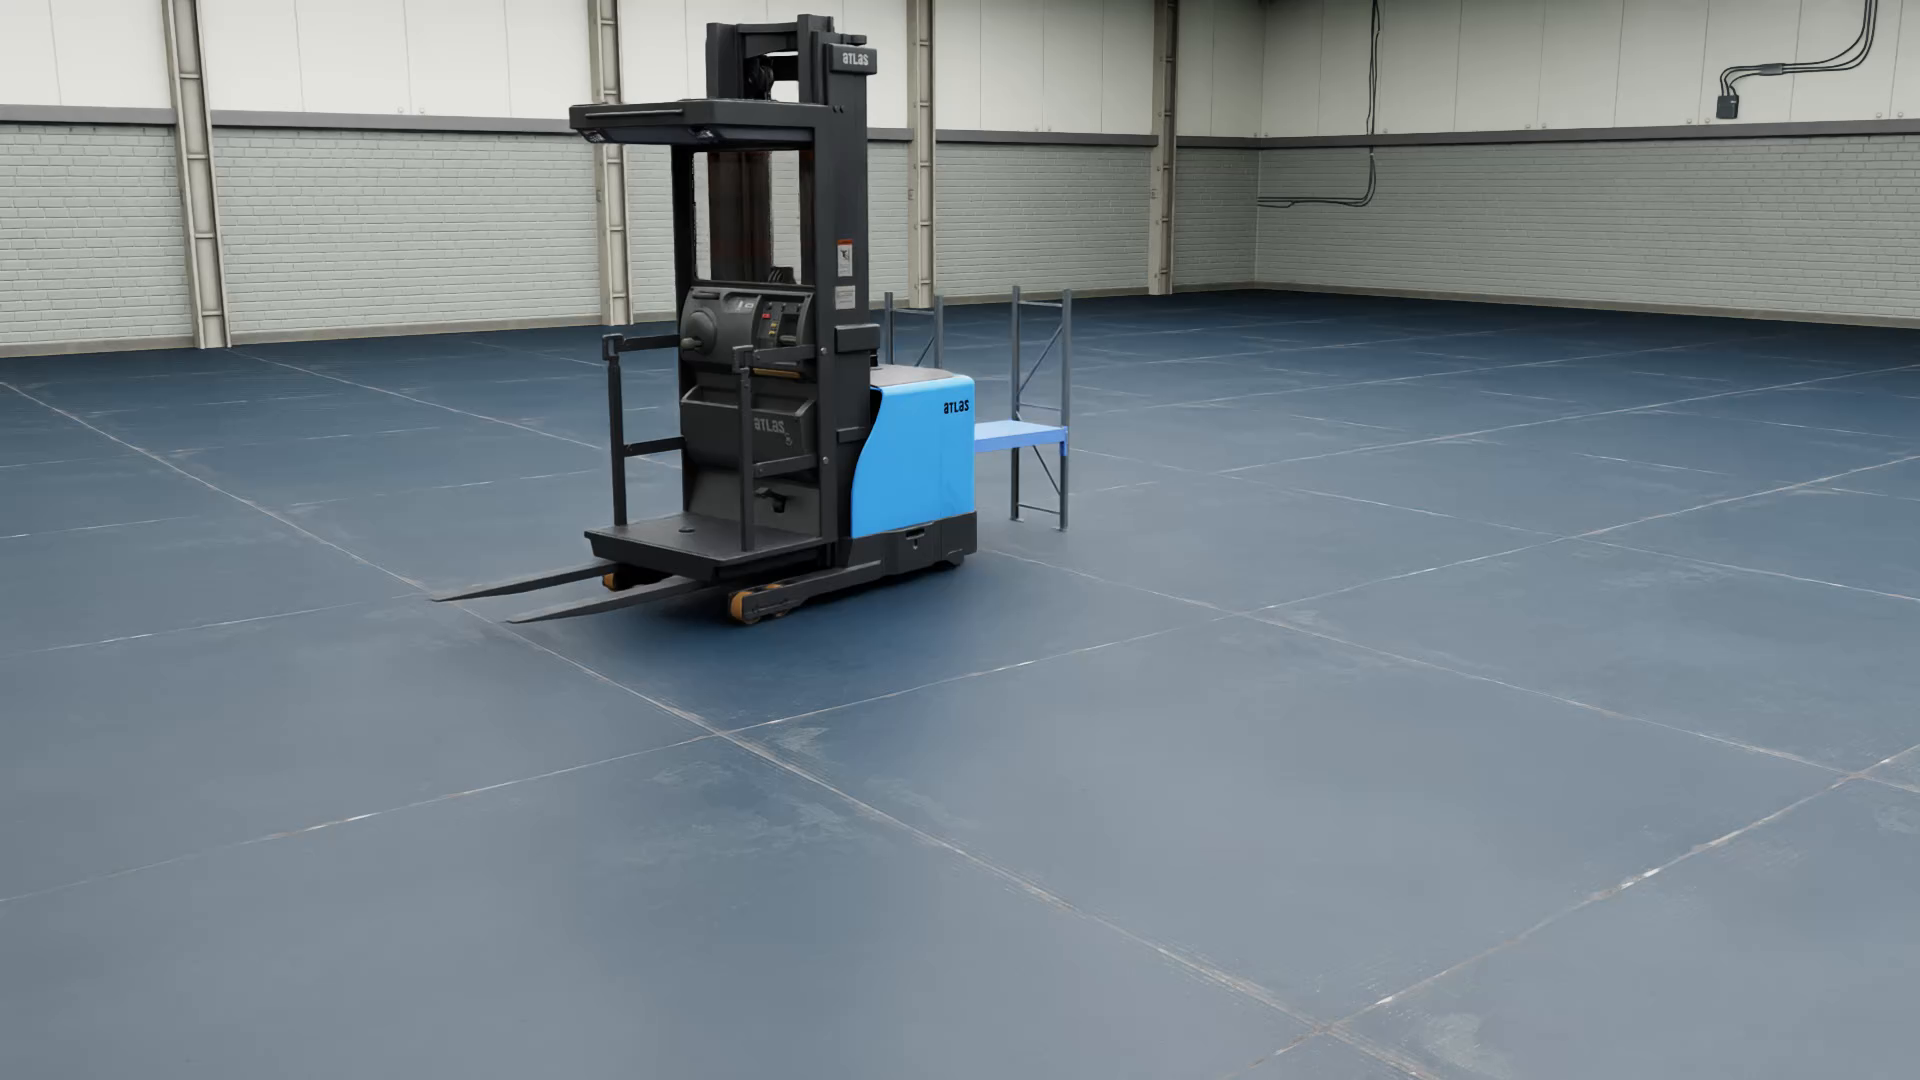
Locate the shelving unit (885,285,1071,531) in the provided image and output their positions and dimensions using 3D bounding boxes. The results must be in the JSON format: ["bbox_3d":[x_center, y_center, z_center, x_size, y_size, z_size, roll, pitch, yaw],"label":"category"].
[{"bbox_3d":[0.115,-0.761,10.102,1.048,1.500,0.538,-10,16,-39],"label":"shelving unit"}]

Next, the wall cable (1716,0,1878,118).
[{"bbox_3d":[13.056,-9.624,25.598,0.169,6.003,2.305,-9,15,-38],"label":"wall cable"}]

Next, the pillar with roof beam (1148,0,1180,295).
[{"bbox_3d":[6.701,-8.636,29.134,0.400,9.000,9.100,-9,15,-38],"label":"pillar with roof beam"}]

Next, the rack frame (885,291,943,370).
[{"bbox_3d":[-0.271,-0.693,9.779,0.032,1.500,0.500,-10,16,-39],"label":"rack frame"}]

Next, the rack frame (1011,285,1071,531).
[{"bbox_3d":[0.502,-0.830,10.425,0.032,1.500,0.500,-10,16,-39],"label":"rack frame"}]

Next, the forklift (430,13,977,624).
[{"bbox_3d":[-1.241,-1.136,8.421,1.130,2.935,3.031,10,16,39],"label":"forklift"}]

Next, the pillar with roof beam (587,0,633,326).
[{"bbox_3d":[-2.669,-7.079,21.801,0.400,9.000,9.100,-9,15,-38],"label":"pillar with roof beam"}]

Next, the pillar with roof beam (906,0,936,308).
[{"bbox_3d":[2.016,-7.857,25.467,0.400,9.000,9.100,-9,15,-38],"label":"pillar with roof beam"}]

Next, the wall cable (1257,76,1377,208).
[{"bbox_3d":[7.138,-7.983,33.535,0.112,2.526,3.097,-9,15,-38],"label":"wall cable"}]

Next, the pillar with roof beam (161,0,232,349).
[{"bbox_3d":[-7.354,-6.300,18.134,0.400,9.000,9.100,-9,15,-38],"label":"pillar with roof beam"}]

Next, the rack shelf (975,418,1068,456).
[{"bbox_3d":[0.115,-0.585,10.140,1.000,0.185,0.538,-10,16,-39],"label":"rack shelf"}]

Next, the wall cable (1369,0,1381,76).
[{"bbox_3d":[8.828,-10.015,30.944,0.112,2.526,3.097,-9,15,-38],"label":"wall cable"}]
